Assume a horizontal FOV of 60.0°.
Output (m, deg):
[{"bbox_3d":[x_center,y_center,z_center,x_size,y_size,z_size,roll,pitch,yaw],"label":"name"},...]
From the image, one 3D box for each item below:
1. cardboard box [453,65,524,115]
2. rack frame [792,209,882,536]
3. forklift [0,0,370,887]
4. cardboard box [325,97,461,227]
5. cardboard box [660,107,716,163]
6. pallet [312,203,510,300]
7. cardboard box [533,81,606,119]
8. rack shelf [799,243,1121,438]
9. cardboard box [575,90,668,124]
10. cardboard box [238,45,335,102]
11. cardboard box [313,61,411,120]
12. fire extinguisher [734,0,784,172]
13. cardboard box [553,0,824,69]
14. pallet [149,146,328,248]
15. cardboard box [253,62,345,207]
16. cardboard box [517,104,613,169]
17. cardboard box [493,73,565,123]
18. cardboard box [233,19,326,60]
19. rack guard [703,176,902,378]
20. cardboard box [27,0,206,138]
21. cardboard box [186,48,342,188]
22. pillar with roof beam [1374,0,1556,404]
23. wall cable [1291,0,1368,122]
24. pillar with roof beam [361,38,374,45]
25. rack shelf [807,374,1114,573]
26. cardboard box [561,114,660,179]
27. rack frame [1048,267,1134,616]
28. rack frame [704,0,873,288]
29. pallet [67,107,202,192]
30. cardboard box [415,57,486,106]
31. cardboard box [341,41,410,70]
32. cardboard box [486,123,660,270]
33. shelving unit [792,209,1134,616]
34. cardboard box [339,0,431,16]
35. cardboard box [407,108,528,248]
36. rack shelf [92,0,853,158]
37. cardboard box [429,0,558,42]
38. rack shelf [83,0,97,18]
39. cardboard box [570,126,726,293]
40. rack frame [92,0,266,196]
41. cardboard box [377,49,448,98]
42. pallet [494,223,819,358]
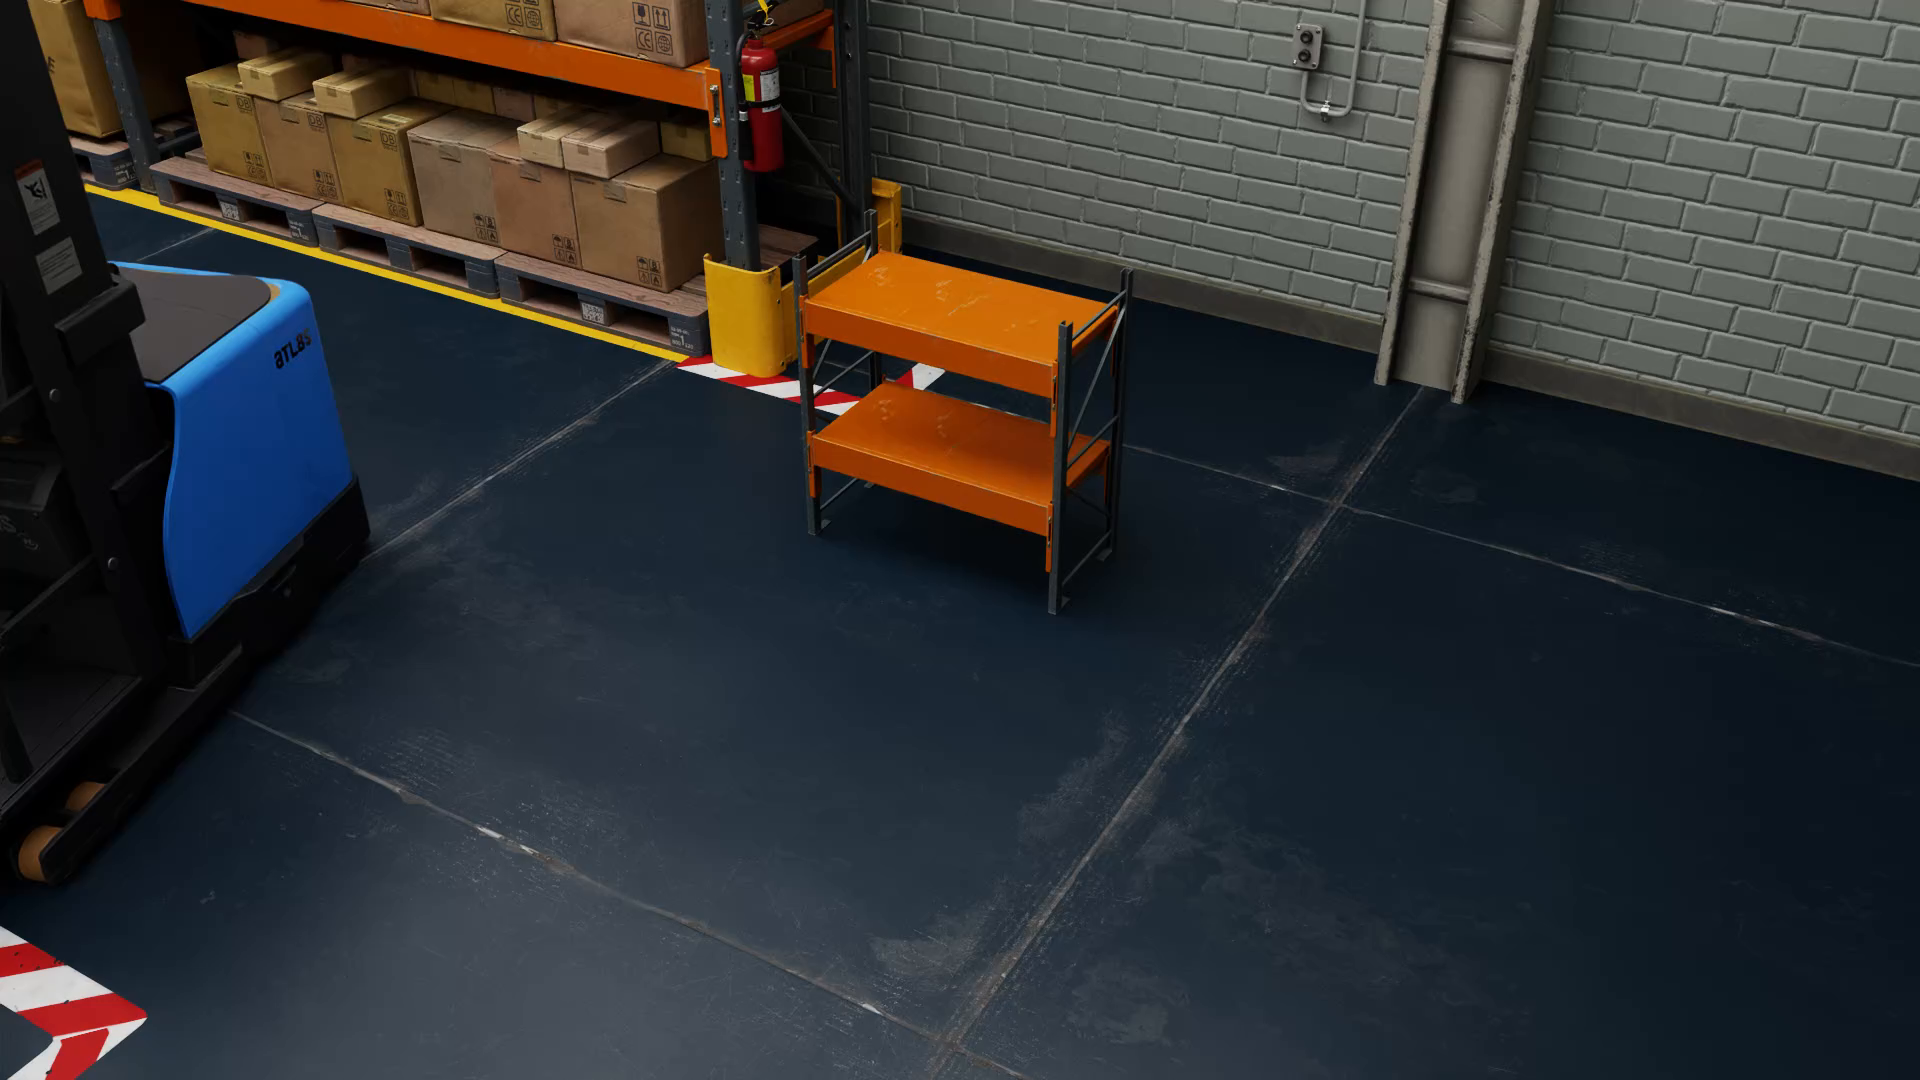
[{"bbox_3d":[-2.265,-2.241,8.200,0.250,0.149,0.380,18,38,25],"label":"cardboard box"},{"bbox_3d":[-0.435,-0.606,6.145,0.032,1.125,0.500,18,37,24],"label":"rack frame"},{"bbox_3d":[-3.022,-0.470,4.311,1.130,2.935,3.031,8,34,11],"label":"forklift"},{"bbox_3d":[-2.710,-1.980,8.394,0.500,0.500,0.700,18,38,25],"label":"cardboard box"},{"bbox_3d":[-1.164,-1.893,7.678,0.250,0.149,0.380,18,38,25],"label":"cardboard box"},{"bbox_3d":[-2.502,-1.640,8.523,1.213,0.211,1.003,18,37,24],"label":"pallet"},{"bbox_3d":[-1.821,-2.101,7.990,0.250,0.149,0.380,18,38,25],"label":"cardboard box"},{"bbox_3d":[0.006,-0.710,5.773,1.000,0.278,0.538,18,37,24],"label":"rack shelf"},{"bbox_3d":[-1.604,-2.032,7.887,0.250,0.149,0.380,18,38,25],"label":"cardboard box"},{"bbox_3d":[-3.382,-2.350,8.364,0.250,0.149,0.380,19,38,26],"label":"cardboard box"},{"bbox_3d":[-2.929,-2.207,8.149,0.250,0.149,0.380,16,37,23],"label":"cardboard box"},{"bbox_3d":[-0.812,-1.832,6.701,0.183,0.674,0.296,18,37,24],"label":"fire extinguisher"},{"bbox_3d":[-1.162,-2.543,7.092,0.700,0.700,0.980,19,38,26],"label":"cardboard box"},{"bbox_3d":[-3.566,-1.975,9.026,1.213,0.211,1.003,18,37,24],"label":"pallet"},{"bbox_3d":[-3.154,-2.122,8.607,0.500,0.500,0.700,17,37,24],"label":"cardboard box"},{"bbox_3d":[-1.796,-1.849,7.612,0.250,0.149,0.380,19,38,26],"label":"cardboard box"},{"bbox_3d":[-2.042,-2.171,8.095,0.250,0.149,0.380,18,38,25],"label":"cardboard box"},{"bbox_3d":[-3.616,-2.668,8.841,0.250,0.149,0.380,17,37,24],"label":"cardboard box"},{"bbox_3d":[-0.693,-1.236,7.655,0.348,0.500,1.175,18,37,24],"label":"rack guard"},{"bbox_3d":[-4.816,-2.779,9.278,0.750,0.750,0.750,18,38,25],"label":"cardboard box"},{"bbox_3d":[-3.589,-2.262,8.817,0.500,0.500,0.700,18,38,25],"label":"cardboard box"},{"bbox_3d":[-0.077,-2.382,1.708,0.400,9.000,9.100,18,37,24],"label":"pillar with roof beam"},{"bbox_3d":[0.867,-2.809,6.845,1.851,1.984,0.084,18,37,24],"label":"wall cable"},{"bbox_3d":[-5.286,-4.032,4.186,0.400,9.000,9.100,18,37,24],"label":"pillar with roof beam"},{"bbox_3d":[0.006,-0.263,6.071,1.000,0.278,0.538,18,37,24],"label":"rack shelf"},{"bbox_3d":[-1.573,-1.779,7.507,0.250,0.149,0.380,17,37,24],"label":"cardboard box"},{"bbox_3d":[0.447,-0.327,5.725,0.032,1.125,0.500,18,37,24],"label":"rack frame"},{"bbox_3d":[-0.714,-2.283,6.972,0.127,3.000,1.000,18,37,24],"label":"rack frame"},{"bbox_3d":[-4.894,-2.398,9.661,1.213,0.211,1.003,18,37,24],"label":"pallet"},{"bbox_3d":[-2.485,-2.311,8.305,0.250,0.149,0.380,17,37,24],"label":"cardboard box"},{"bbox_3d":[-2.928,-2.451,8.516,0.250,0.149,0.380,16,37,23],"label":"cardboard box"},{"bbox_3d":[-1.806,-1.699,7.972,0.500,0.500,0.700,17,37,24],"label":"cardboard box"},{"bbox_3d":[0.006,-0.466,5.935,1.048,1.125,0.538,18,37,24],"label":"shelving unit"},{"bbox_3d":[-2.456,-2.952,7.706,0.700,0.700,0.980,16,37,22],"label":"cardboard box"},{"bbox_3d":[-2.243,-1.837,8.179,0.500,0.500,0.700,16,37,23],"label":"cardboard box"},{"bbox_3d":[-2.451,-2.533,7.997,4.000,0.370,1.077,18,37,24],"label":"rack shelf"},{"bbox_3d":[-1.799,-2.738,7.384,0.700,0.700,0.980,17,37,24],"label":"cardboard box"},{"bbox_3d":[-5.923,-3.633,9.649,4.000,0.370,1.077,18,37,24],"label":"rack shelf"},{"bbox_3d":[-1.371,-1.561,7.765,0.500,0.500,0.700,18,37,24],"label":"cardboard box"},{"bbox_3d":[-4.187,-3.383,8.624,0.127,3.000,1.000,18,37,24],"label":"rack frame"},{"bbox_3d":[-2.709,-2.382,8.411,0.250,0.149,0.380,18,38,25],"label":"cardboard box"},{"bbox_3d":[-1.447,-1.304,8.018,1.213,0.211,1.003,18,37,24],"label":"pallet"}]
